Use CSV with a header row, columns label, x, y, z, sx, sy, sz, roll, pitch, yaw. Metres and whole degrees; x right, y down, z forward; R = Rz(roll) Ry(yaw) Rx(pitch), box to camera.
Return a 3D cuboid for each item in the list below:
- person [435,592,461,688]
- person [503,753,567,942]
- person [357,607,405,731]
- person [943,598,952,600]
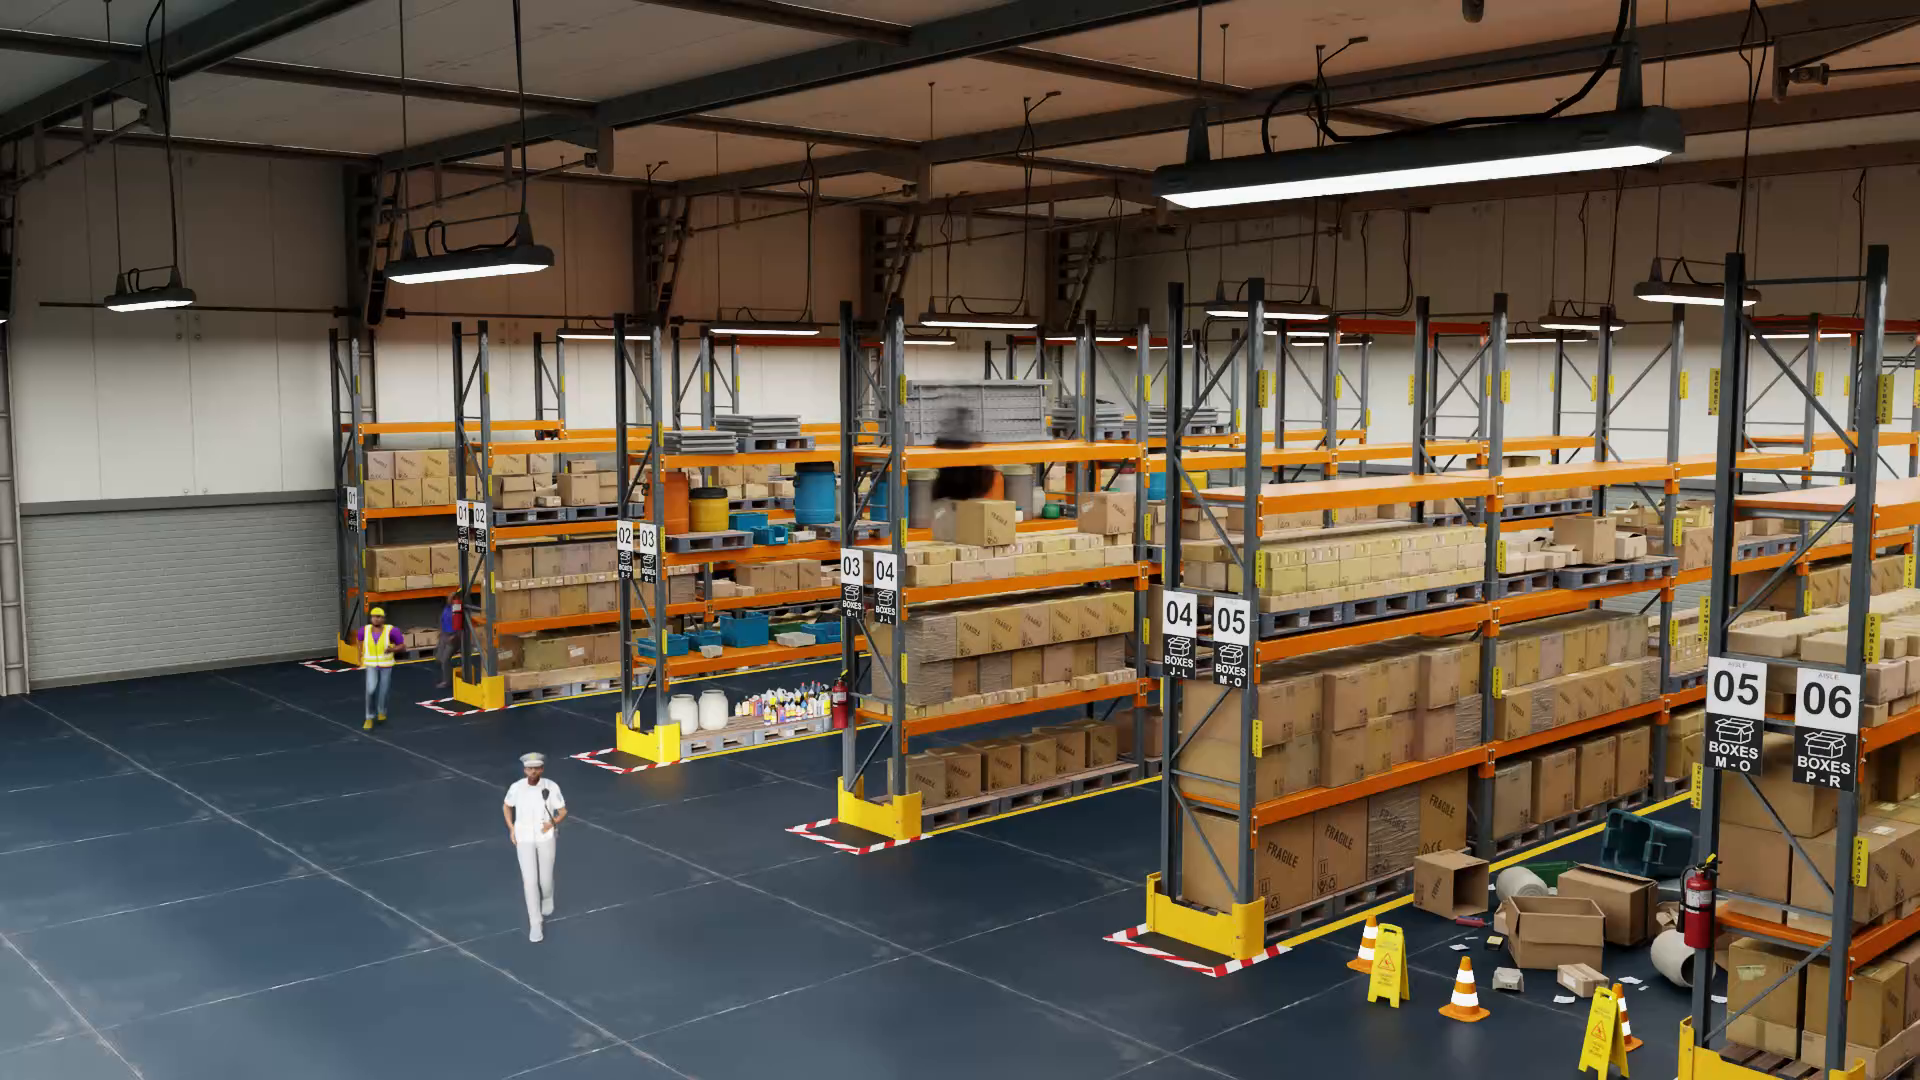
label,x,y,z,sx,sy,sz,roll,pitch,yaw
person,-8.417,1.652,27.613,0.631,1.594,0.538,3,6,27
person,-3.948,2.793,15.461,0.583,1.693,0.786,-1,6,-13
person,-8.518,1.885,24.466,0.698,1.822,0.723,-1,6,-13
person,-0.113,1.492,28.551,0.659,1.729,0.586,4,7,37
